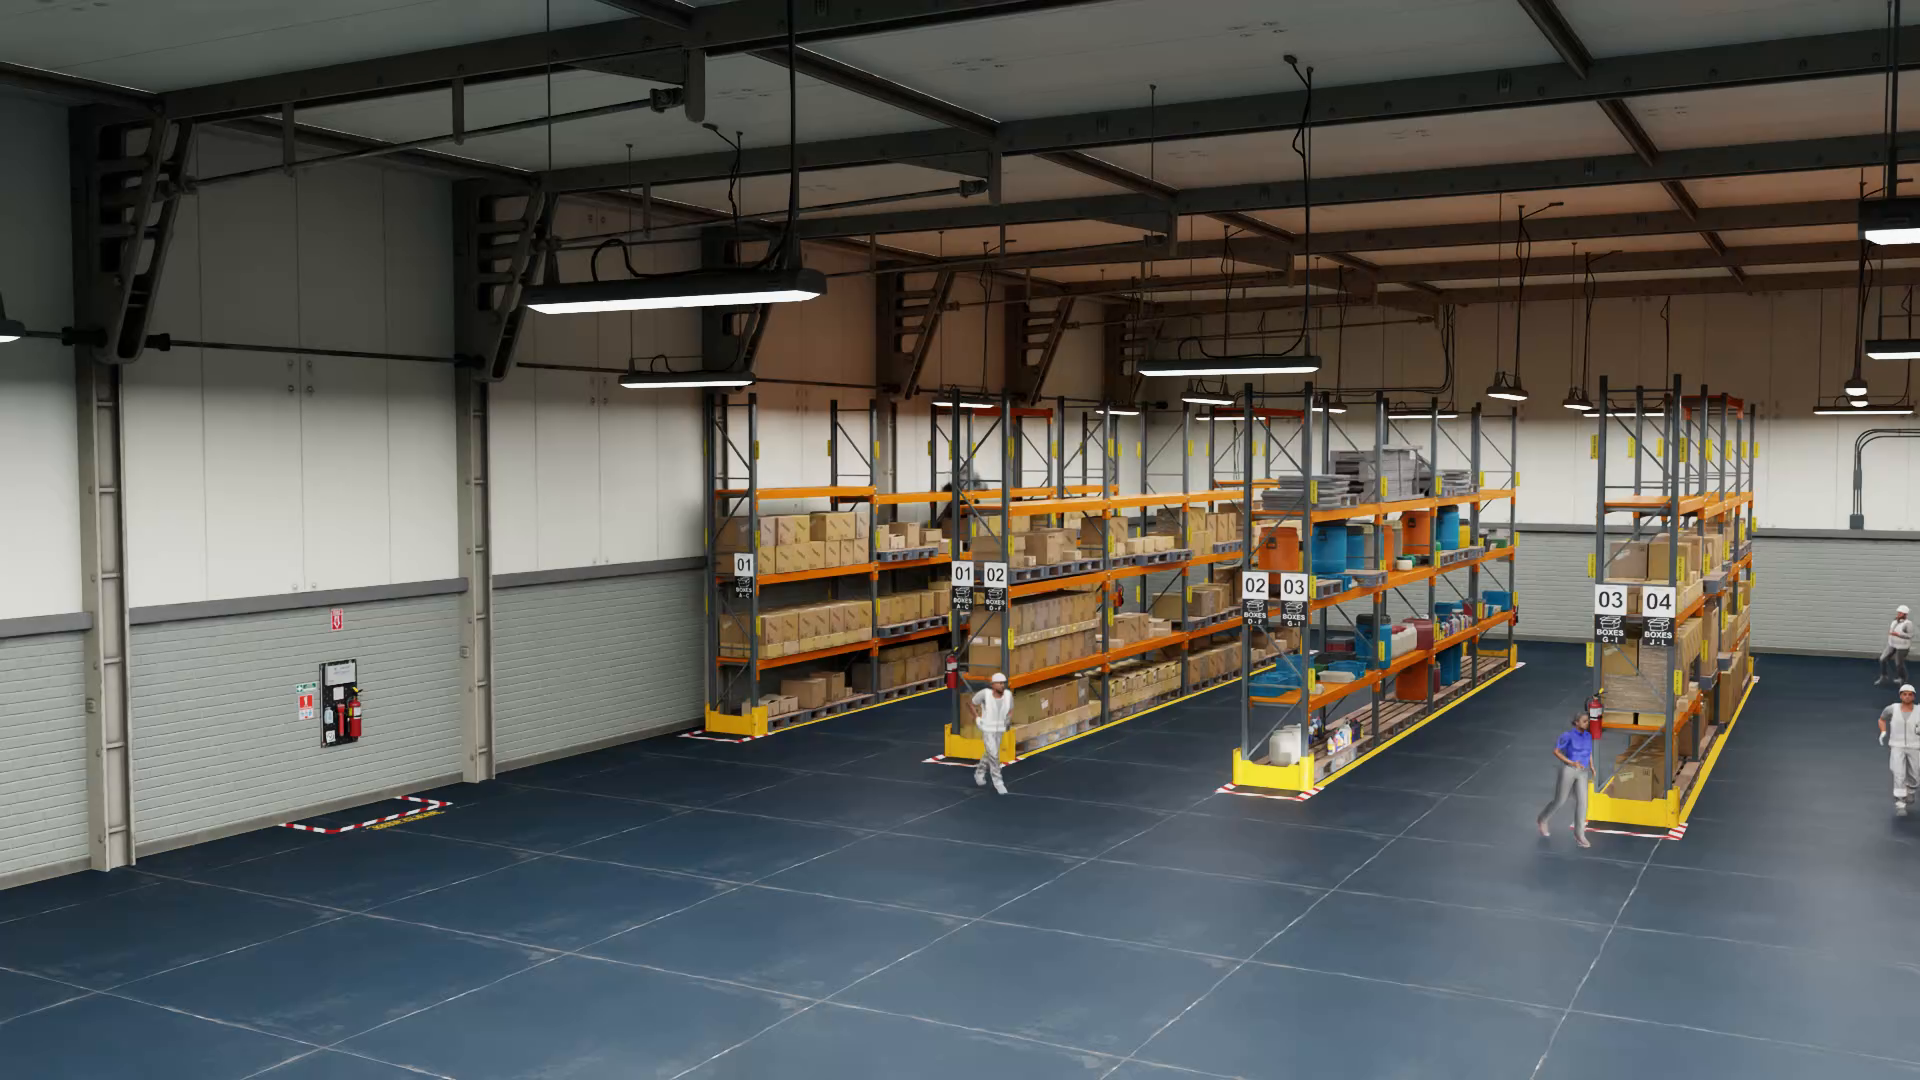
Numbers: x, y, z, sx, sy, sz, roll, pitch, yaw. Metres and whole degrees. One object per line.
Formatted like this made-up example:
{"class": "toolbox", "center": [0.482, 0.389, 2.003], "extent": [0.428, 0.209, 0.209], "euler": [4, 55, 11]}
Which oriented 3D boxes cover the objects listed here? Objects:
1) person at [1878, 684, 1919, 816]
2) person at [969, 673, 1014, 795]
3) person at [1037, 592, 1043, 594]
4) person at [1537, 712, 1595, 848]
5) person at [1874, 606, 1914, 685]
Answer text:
{"class": "person", "center": [12.989, 2.864, 22.839], "extent": [0.665, 1.768, 0.981], "euler": [2, 3, 27]}
{"class": "person", "center": [0.455, 2.801, 24.449], "extent": [0.649, 1.760, 0.902], "euler": [-2, 3, -27]}
{"class": "person", "center": [1.740, 1.958, 34.699], "extent": [0.659, 1.769, 0.641], "euler": [2, 3, 27]}
{"class": "person", "center": [7.892, 3.022, 21.250], "extent": [0.641, 1.655, 0.801], "euler": [-1, 3, -15]}
{"class": "person", "center": [19.884, 2.244, 35.237], "extent": [0.718, 1.756, 0.696], "euler": [-1, 3, -16]}
